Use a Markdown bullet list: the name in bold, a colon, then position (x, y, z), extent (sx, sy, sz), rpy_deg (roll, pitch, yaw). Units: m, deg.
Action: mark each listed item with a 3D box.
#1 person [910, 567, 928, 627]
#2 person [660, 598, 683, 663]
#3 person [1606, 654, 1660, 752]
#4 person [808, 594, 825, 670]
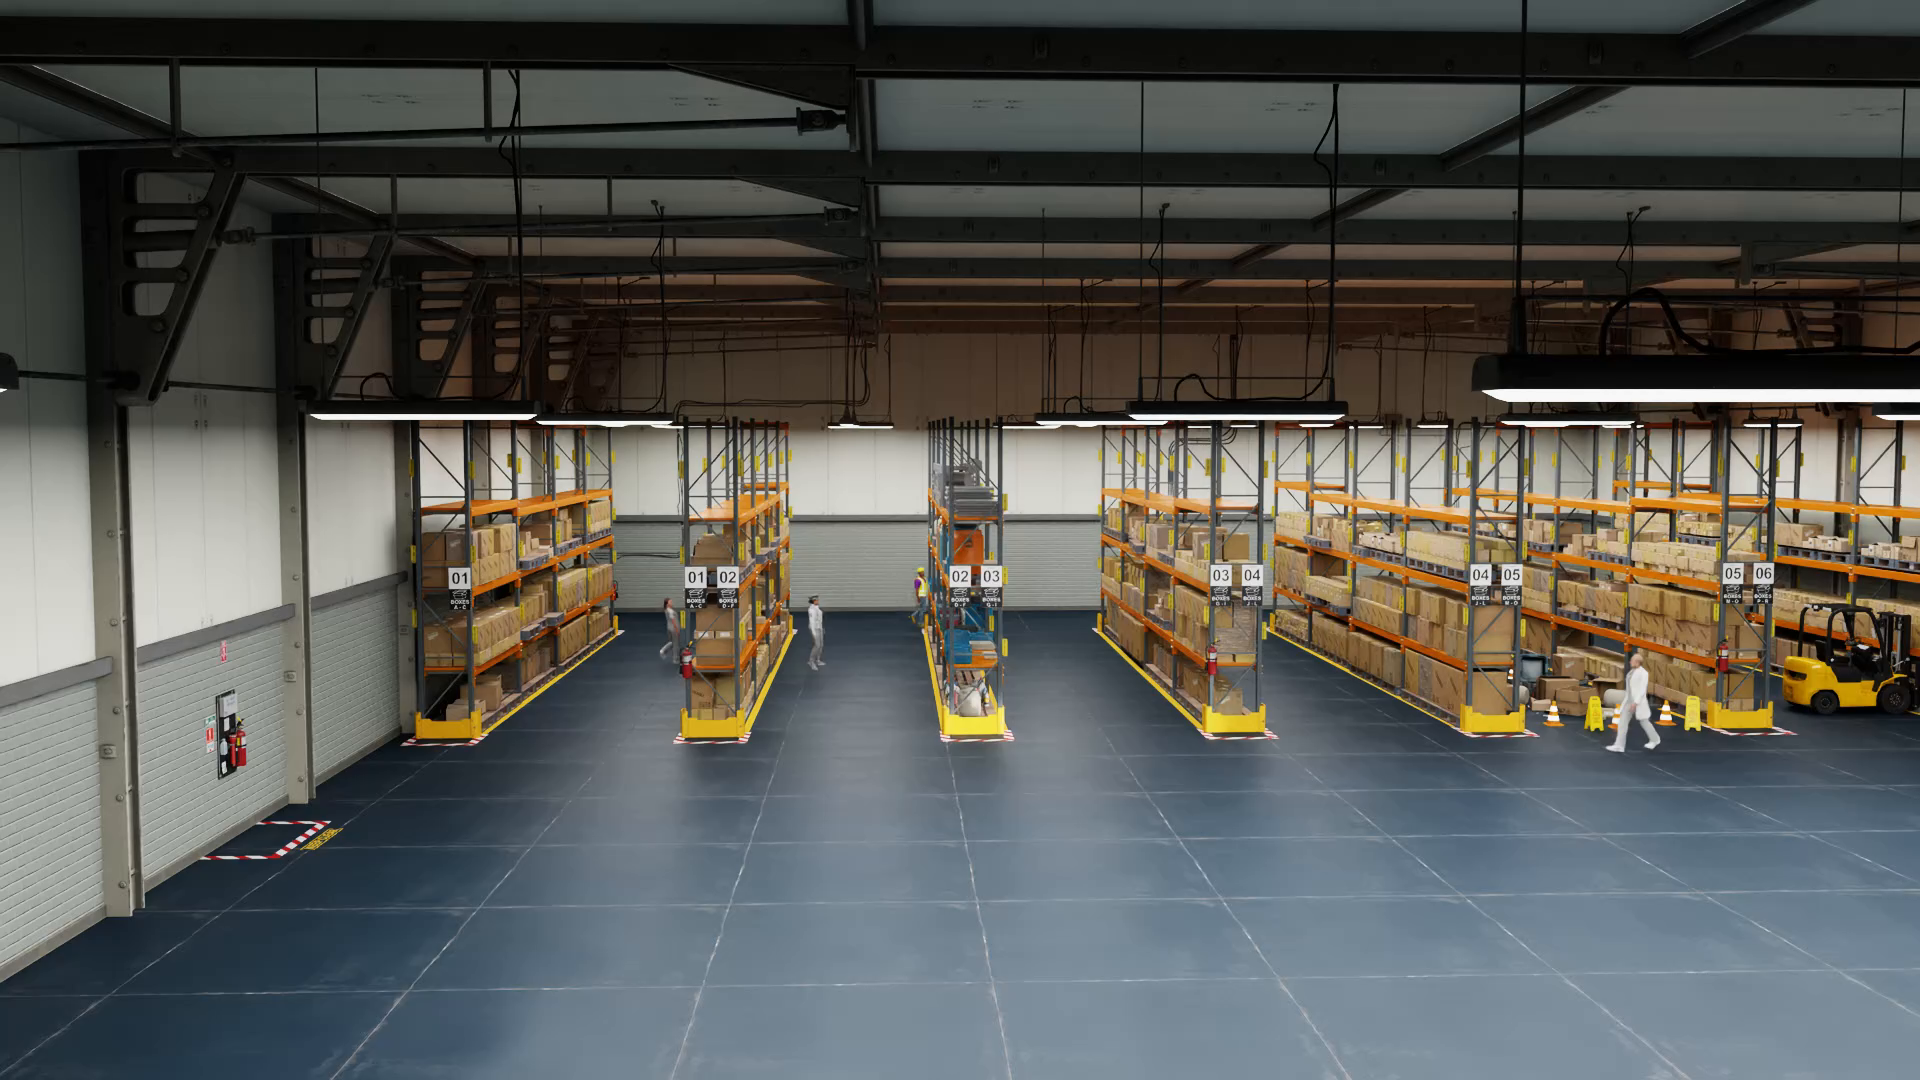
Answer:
- **person**: position (-1.188, 1.665, 48.529), extent (0.556, 1.752, 0.620), rpy_deg (0, 4, -1)
- **person**: position (-7.083, 2.231, 40.947), extent (0.631, 1.648, 0.501), rpy_deg (-2, 4, -29)
- **person**: position (12.064, 2.910, 29.664), extent (1.115, 1.743, 0.529), rpy_deg (-2, 4, -31)
- **person**: position (-3.332, 2.121, 38.663), extent (0.385, 1.751, 0.541), rpy_deg (1, 4, 15)
